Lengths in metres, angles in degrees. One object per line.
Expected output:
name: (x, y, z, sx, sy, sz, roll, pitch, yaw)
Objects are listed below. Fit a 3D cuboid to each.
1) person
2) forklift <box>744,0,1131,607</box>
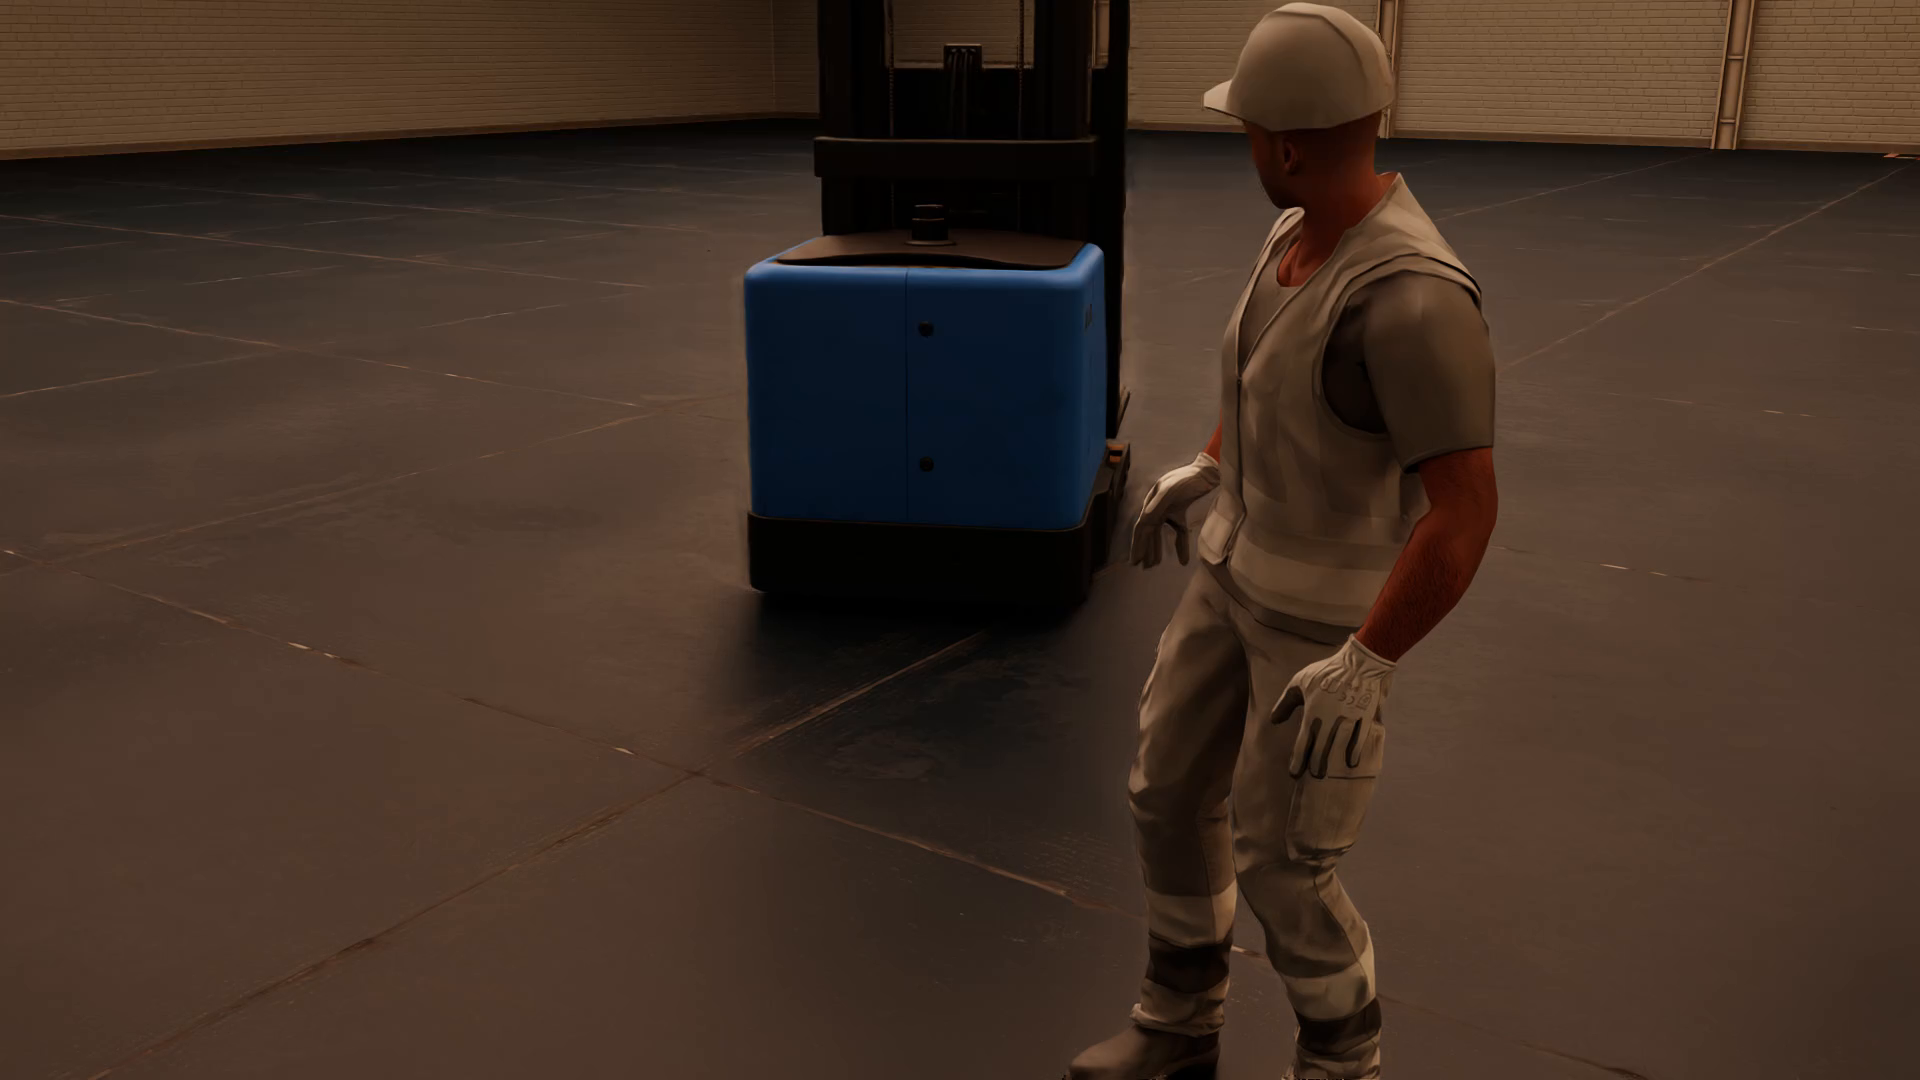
person: (0.464, 0.115, 2.501, 0.505, 1.757, 0.749, -6, 18, -19)
forklift: (0.085, -1.579, 6.114, 1.130, 2.935, 3.031, 3, 17, 9)
